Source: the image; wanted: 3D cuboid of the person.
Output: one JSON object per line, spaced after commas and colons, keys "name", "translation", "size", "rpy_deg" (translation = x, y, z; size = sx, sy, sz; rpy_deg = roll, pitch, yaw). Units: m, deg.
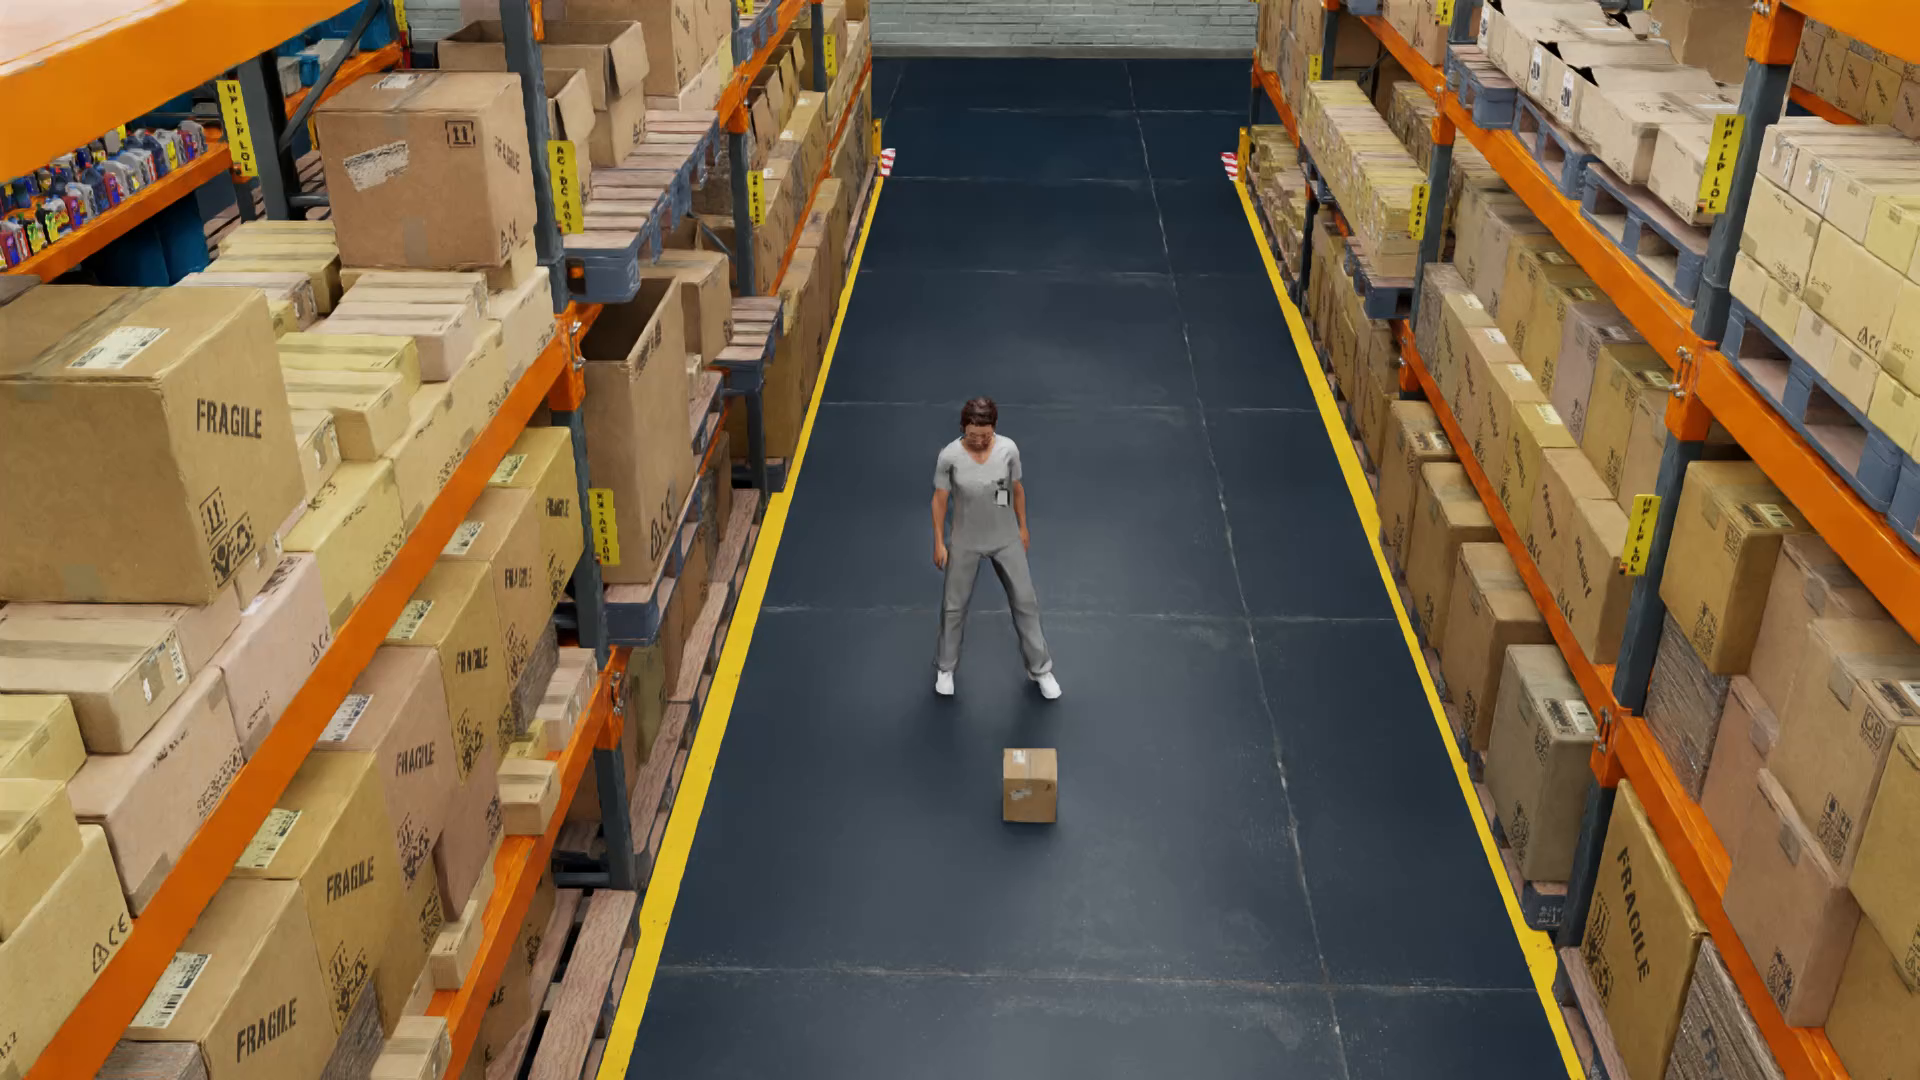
{"name": "person", "translation": [0.190, 0.038, 8.511], "size": [0.642, 1.671, 0.473], "rpy_deg": [-4, 28, -8]}
